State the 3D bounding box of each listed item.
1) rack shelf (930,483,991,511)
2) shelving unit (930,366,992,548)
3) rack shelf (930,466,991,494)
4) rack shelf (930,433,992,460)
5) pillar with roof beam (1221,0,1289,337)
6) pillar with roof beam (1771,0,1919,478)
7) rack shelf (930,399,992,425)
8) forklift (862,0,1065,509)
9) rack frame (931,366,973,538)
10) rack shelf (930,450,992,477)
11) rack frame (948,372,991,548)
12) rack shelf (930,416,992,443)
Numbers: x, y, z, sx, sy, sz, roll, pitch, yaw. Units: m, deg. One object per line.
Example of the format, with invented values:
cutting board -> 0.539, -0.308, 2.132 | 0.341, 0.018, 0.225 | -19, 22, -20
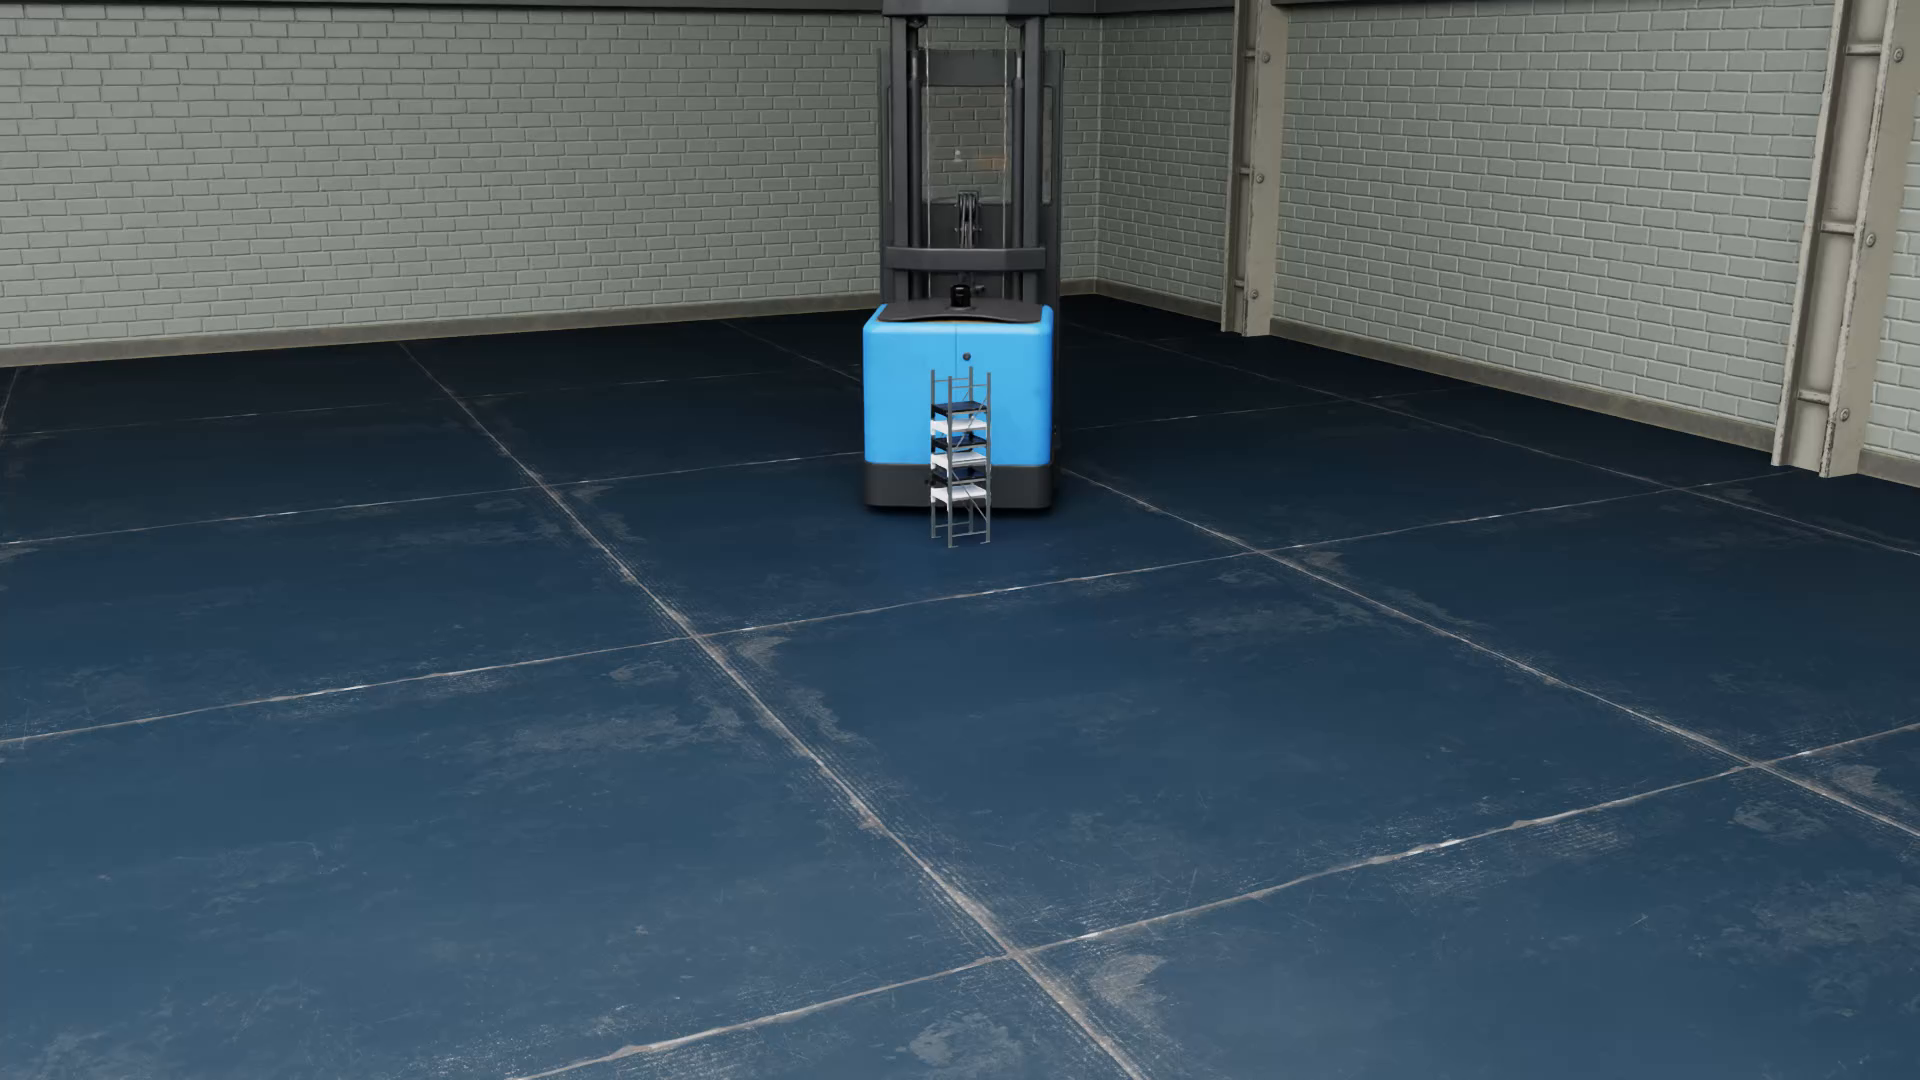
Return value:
rack shelf -> 0.004, -0.225, 8.678 | 0.258, 0.077, 0.200 | -8, 18, -25
shelving unit -> 0.004, -0.431, 8.620 | 0.258, 0.900, 0.210 | -8, 18, -25
rack shelf -> 0.004, -0.312, 8.654 | 0.258, 0.077, 0.200 | -8, 18, -25
rack shelf -> 0.004, -0.485, 8.604 | 0.258, 0.077, 0.200 | -8, 18, -25
pillar with roof beam -> -1.205, -5.737, 12.427 | 9.100, 9.000, 0.400 | -8, 18, -25
pillar with roof beam -> 1.423, -4.249, 7.243 | 9.100, 9.000, 0.400 | -8, 18, -25
rack shelf -> 0.004, -0.658, 8.554 | 0.258, 0.077, 0.200 | -8, 18, -25
forklift -> 0.077, -1.934, 10.177 | 1.130, 2.935, 3.031 | 1, 16, 4
rack frame -> -0.041, -0.456, 8.707 | 0.240, 0.900, 0.006 | -8, 18, -25
rack shelf -> 0.004, -0.398, 8.629 | 0.258, 0.077, 0.200 | -8, 18, -25
rack frame -> 0.048, -0.405, 8.532 | 0.240, 0.900, 0.006 | -8, 18, -25
rack shelf -> 0.004, -0.572, 8.579 | 0.258, 0.077, 0.200 | -8, 18, -25
